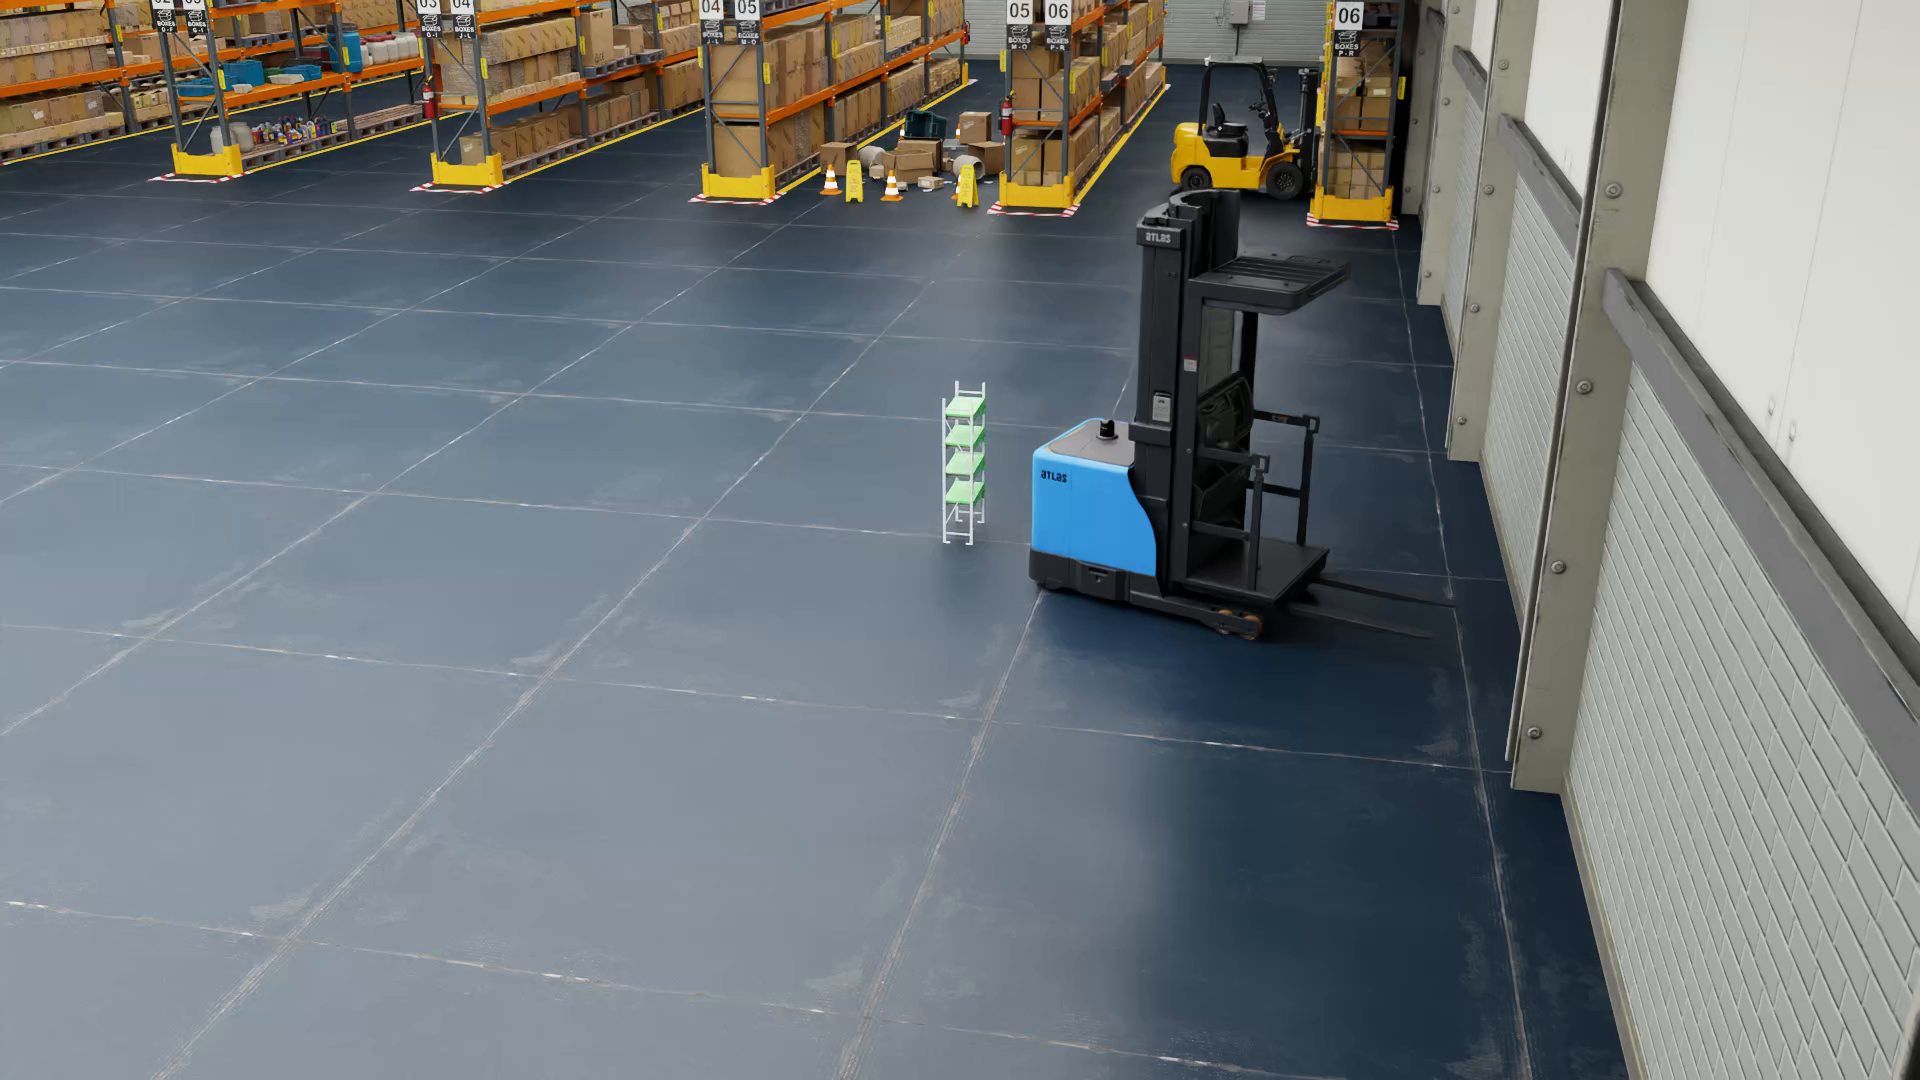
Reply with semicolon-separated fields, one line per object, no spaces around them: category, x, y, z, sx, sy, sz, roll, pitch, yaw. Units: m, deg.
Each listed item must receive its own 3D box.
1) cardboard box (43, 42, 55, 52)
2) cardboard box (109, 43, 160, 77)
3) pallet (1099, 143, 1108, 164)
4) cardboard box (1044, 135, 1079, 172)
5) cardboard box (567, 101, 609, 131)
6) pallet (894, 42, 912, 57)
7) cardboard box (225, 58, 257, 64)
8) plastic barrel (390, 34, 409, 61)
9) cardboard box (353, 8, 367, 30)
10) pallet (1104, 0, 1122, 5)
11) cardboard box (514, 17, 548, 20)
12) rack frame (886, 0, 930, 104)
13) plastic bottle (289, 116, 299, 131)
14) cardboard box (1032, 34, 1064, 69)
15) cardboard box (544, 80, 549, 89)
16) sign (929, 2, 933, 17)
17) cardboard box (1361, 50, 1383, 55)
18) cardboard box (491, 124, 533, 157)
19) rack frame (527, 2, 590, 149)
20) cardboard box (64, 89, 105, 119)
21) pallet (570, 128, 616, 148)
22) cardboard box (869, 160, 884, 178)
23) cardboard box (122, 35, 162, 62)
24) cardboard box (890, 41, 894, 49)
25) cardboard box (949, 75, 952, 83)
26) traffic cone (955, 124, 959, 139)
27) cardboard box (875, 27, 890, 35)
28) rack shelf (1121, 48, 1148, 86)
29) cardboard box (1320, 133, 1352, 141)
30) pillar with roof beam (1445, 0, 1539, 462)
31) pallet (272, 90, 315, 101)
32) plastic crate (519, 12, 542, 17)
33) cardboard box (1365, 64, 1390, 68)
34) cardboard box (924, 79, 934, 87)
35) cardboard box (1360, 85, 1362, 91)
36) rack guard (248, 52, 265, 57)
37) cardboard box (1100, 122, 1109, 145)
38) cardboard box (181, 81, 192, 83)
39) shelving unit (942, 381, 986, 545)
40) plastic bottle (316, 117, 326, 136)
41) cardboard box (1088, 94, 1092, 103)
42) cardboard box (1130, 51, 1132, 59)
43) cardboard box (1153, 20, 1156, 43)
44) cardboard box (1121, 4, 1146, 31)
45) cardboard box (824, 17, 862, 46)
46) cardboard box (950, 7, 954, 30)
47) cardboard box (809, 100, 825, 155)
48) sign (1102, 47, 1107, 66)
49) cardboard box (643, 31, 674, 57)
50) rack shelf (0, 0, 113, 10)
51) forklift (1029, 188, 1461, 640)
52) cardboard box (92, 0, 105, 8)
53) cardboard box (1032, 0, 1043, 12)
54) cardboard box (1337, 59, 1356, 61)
cardboard box;-17.524;-9.410;31.732;0.380;0.149;0.250;5;23;13
cardboard box;-20.590;-11.992;41.461;0.750;0.750;0.750;5;22;12
pallet;2.189;-7.220;31.028;1.003;0.211;1.213;4;22;11
cardboard box;1.655;-6.315;27.164;0.500;0.500;0.500;4;22;9
cardboard box;-7.408;-8.424;33.043;0.700;0.500;0.500;4;22;11
pallet;-1.655;-10.670;36.118;1.003;0.211;1.213;4;22;11
cardboard box;-16.582;-10.977;38.377;0.500;0.250;0.500;5;23;13
plastic barrel;-11.789;-10.330;34.867;0.421;0.512;0.421;0;22;0
cardboard box;-15.262;-13.066;41.677;0.500;0.500;0.500;5;22;12
pallet;2.262;-9.750;29.815;1.213;0.211;1.003;4;22;11
cardboard box;-8.010;-9.487;31.054;0.500;0.500;0.500;4;22;11
rack frame;-1.202;-11.495;37.910;1.000;3.000;0.127;4;22;11
plastic bottle;-12.948;-8.062;32.344;0.144;0.351;0.185;4;22;11
cardboard box;1.458;-8.168;27.779;0.700;0.500;0.500;4;22;11
cardboard box;-7.729;-8.313;30.346;0.380;0.149;0.250;4;22;11
sign;-0.658;-11.991;37.592;0.100;0.325;0.005;4;22;11
cardboard box;7.530;-8.865;30.378;0.380;0.149;0.250;5;22;11
cardboard box;-8.107;-7.232;30.110;0.500;0.500;0.500;7;23;16
rack frame;-7.670;-8.984;31.676;1.000;3.000;0.127;4;22;11
cardboard box;-17.361;-8.639;32.935;0.500;0.500;0.500;4;22;11
pallet;-7.512;-7.975;32.904;1.003;0.211;1.213;4;22;11
cardboard box;-1.382;-6.532;29.246;0.396;0.266;0.258;8;23;20
cardboard box;-17.087;-10.259;34.708;0.500;0.500;0.500;6;23;15
cardboard box;-1.620;-10.455;35.103;0.380;0.149;0.250;6;23;14
cardboard box;-0.409;-11.240;40.532;0.380;0.149;0.250;3;22;9
traffic cone;-0.005;-7.794;32.117;0.336;0.463;0.334;4;22;11
cardboard box;-1.682;-10.639;34.762;0.380;0.149;0.250;4;22;9
rack shelf;3.256;-10.089;35.383;1.077;0.370;4.000;4;22;11
cardboard box;6.167;-6.521;27.341;0.500;0.250;0.500;4;22;10
pillar with roof beam;0.437;-5.297;14.490;9.100;9.000;0.400;4;22;11
pallet;-16.110;-10.625;39.483;1.003;0.211;1.213;4;22;11
plastic crate;-10.458;-12.652;40.618;0.402;0.464;0.583;4;22;11
cardboard box;6.697;-7.544;26.700;0.380;0.149;0.250;5;22;11
cardboard box;-0.815;-10.613;38.577;0.380;0.149;0.250;5;23;13
cardboard box;6.632;-6.971;26.545;0.500;0.500;0.500;4;22;10
rack guard;-19.763;-13.355;45.874;1.175;0.500;0.348;4;22;11
cardboard box;2.280;-7.660;31.343;0.950;0.372;0.625;6;23;14
cardboard box;-16.622;-9.797;36.064;0.500;0.311;0.500;4;22;11
shelving unit;0.034;-0.617;13.310;0.258;1.200;0.503;4;22;11
plastic bottle;-12.407;-8.009;32.212;0.144;0.351;0.185;3;22;8
cardboard box;2.061;-7.599;28.574;0.380;0.149;0.250;4;22;10
cardboard box;3.282;-9.971;34.327;0.500;0.250;0.500;4;22;9
cardboard box;4.231;-11.717;38.329;0.500;0.500;0.500;5;22;11
cardboard box;3.721;-11.292;35.935;0.500;0.500;0.500;5;22;12
cardboard box;-2.324;-10.006;32.740;0.700;0.500;0.500;4;22;10
cardboard box;-0.430;-12.584;40.082;0.500;0.500;0.500;5;22;11
cardboard box;-3.032;-7.553;30.406;0.875;0.875;0.875;5;22;12
sign;2.565;-8.591;29.542;0.100;0.325;0.005;4;22;11
cardboard box;-6.488;-10.650;35.679;0.500;0.500;0.500;5;22;12
rack shelf;-17.775;-10.067;31.312;1.077;0.370;4.000;4;22;11
forklift;2.048;-0.888;11.666;3.031;2.935;1.130;13;25;28
cardboard box;-20.751;-12.834;39.674;0.500;0.250;0.500;4;22;10
cardboard box;1.056;-8.433;26.095;0.500;0.250;0.500;4;22;10
cardboard box;6.349;-7.863;27.492;0.380;0.149;0.250;4;22;10
